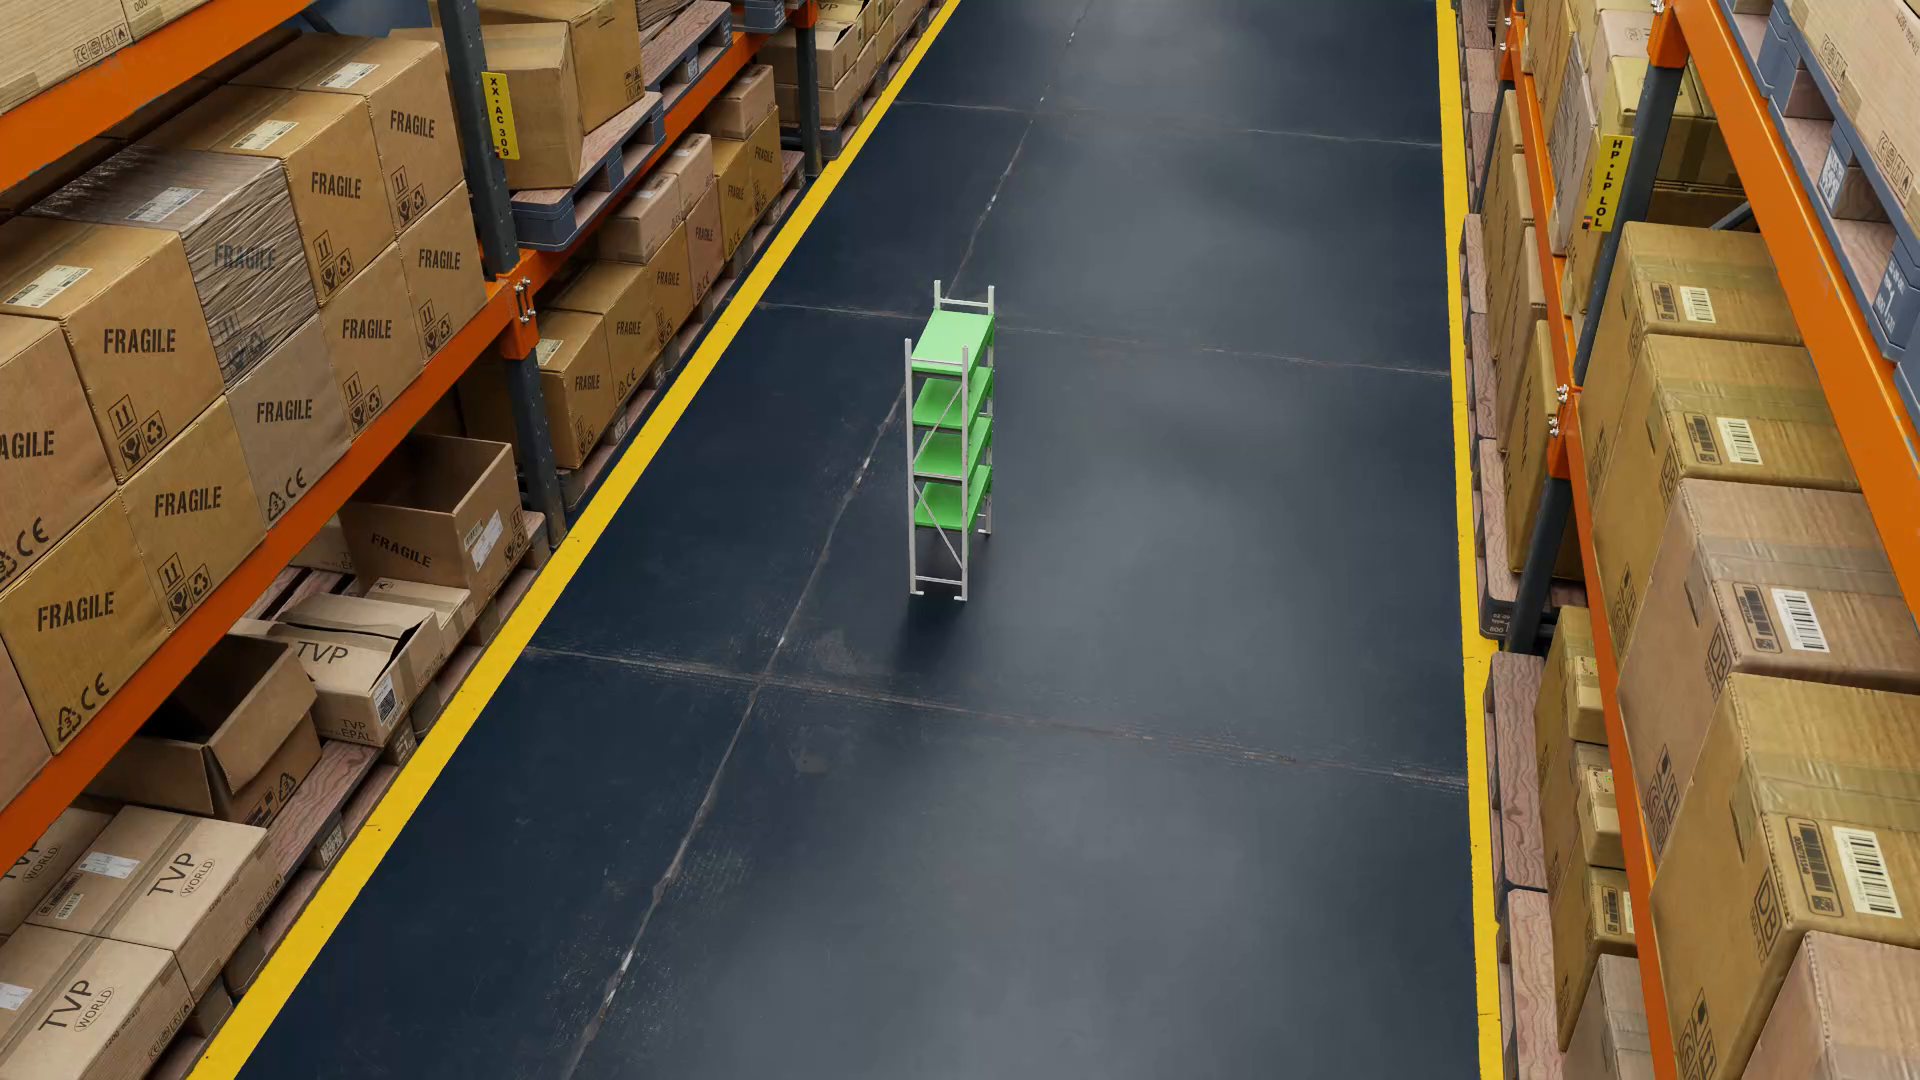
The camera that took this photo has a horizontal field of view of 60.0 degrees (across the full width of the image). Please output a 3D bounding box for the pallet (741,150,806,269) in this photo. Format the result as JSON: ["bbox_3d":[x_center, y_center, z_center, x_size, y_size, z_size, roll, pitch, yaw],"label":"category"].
[{"bbox_3d":[-1.561,-2.007,9.840,1.003,0.211,1.213,7,37,10],"label":"pallet"}]

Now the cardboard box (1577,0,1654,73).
[{"bbox_3d":[2.698,-2.005,6.465,0.500,0.250,0.500,8,37,11],"label":"cardboard box"}]

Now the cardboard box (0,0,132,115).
[{"bbox_3d":[-2.390,-1.249,3.989,0.500,0.250,0.500,7,37,10],"label":"cardboard box"}]

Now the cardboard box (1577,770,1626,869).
[{"bbox_3d":[1.998,0.820,4.782,0.380,0.149,0.250,6,36,9],"label":"cardboard box"}]

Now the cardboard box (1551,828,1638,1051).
[{"bbox_3d":[2.139,1.192,4.822,0.700,0.500,0.500,8,37,11],"label":"cardboard box"}]

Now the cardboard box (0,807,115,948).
[{"bbox_3d":[-2.966,1.078,5.174,0.500,0.250,0.500,7,37,10],"label":"cardboard box"}]

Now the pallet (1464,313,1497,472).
[{"bbox_3d":[2.971,-0.672,7.997,1.003,0.211,1.213,7,37,10],"label":"pallet"}]

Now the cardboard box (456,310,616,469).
[{"bbox_3d":[-1.878,-0.679,7.386,0.500,0.500,0.500,6,36,8],"label":"cardboard box"}]

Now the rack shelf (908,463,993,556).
[{"bbox_3d":[-0.035,-0.145,6.945,0.258,0.148,0.480,7,37,10],"label":"rack shelf"}]

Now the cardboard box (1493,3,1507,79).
[{"bbox_3d":[3.979,-3.386,11.121,0.700,0.500,0.500,8,37,10],"label":"cardboard box"}]

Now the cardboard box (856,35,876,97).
[{"bbox_3d":[-0.859,-3.168,11.050,0.500,0.250,0.500,6,36,9],"label":"cardboard box"}]

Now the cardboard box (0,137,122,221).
[{"bbox_3d":[-2.815,-0.886,4.980,0.500,0.500,0.500,6,36,9],"label":"cardboard box"}]

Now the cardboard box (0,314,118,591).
[{"bbox_3d":[-2.505,-0.227,4.070,0.500,0.500,0.500,8,37,11],"label":"cardboard box"}]

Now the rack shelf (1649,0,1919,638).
[{"bbox_3d":[2.194,-0.424,3.336,1.077,0.370,4.000,7,37,10],"label":"rack shelf"}]

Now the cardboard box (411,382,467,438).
[{"bbox_3d":[-2.394,-0.751,7.486,0.500,0.500,0.500,7,37,10],"label":"cardboard box"}]

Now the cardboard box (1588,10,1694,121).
[{"bbox_3d":[2.590,-1.712,6.062,0.500,0.250,0.500,8,37,11],"label":"cardboard box"}]

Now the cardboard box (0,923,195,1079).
[{"bbox_3d":[-2.573,1.399,4.732,0.500,0.250,0.500,7,37,10],"label":"cardboard box"}]

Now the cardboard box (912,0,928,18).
[{"bbox_3d":[-0.534,-4.052,12.270,0.500,0.250,0.500,8,37,11],"label":"cardboard box"}]

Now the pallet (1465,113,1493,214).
[{"bbox_3d":[3.644,-2.260,10.188,1.003,0.211,1.213,7,37,10],"label":"pallet"}]

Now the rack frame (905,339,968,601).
[{"bbox_3d":[-0.087,-0.251,6.574,0.240,1.200,0.015,7,37,10],"label":"rack frame"}]

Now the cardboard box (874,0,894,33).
[{"bbox_3d":[-0.751,-3.701,11.308,0.500,0.311,0.500,6,36,9],"label":"cardboard box"}]

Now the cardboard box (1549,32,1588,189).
[{"bbox_3d":[2.688,-1.694,6.675,0.500,0.500,0.500,7,37,10],"label":"cardboard box"}]

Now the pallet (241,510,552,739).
[{"bbox_3d":[-2.367,0.256,6.717,1.003,0.211,1.213,7,37,10],"label":"pallet"}]

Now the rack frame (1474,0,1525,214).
[{"bbox_3d":[3.475,-2.941,8.752,1.000,3.000,0.127,7,37,10],"label":"rack frame"}]

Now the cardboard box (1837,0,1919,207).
[{"bbox_3d":[1.880,-0.770,2.884,0.500,0.250,0.500,6,36,9],"label":"cardboard box"}]

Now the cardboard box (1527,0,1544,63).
[{"bbox_3d":[3.001,-2.564,7.877,0.500,0.500,0.500,8,37,12],"label":"cardboard box"}]

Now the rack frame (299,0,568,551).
[{"bbox_3d":[-2.219,-1.267,6.441,1.000,3.000,0.127,7,37,10],"label":"rack frame"}]

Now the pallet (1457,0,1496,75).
[{"bbox_3d":[4.165,-3.659,12.118,1.003,0.211,1.213,7,37,10],"label":"pallet"}]

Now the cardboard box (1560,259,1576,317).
[{"bbox_3d":[2.448,-0.931,6.176,0.380,0.149,0.250,8,37,11],"label":"cardboard box"}]

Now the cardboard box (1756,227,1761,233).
[{"bbox_3d":[2.966,-1.049,5.785,0.500,0.500,0.500,6,36,8],"label":"cardboard box"}]

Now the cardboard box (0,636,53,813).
[{"bbox_3d":[-2.616,0.468,3.962,0.500,0.500,0.500,7,37,10],"label":"cardboard box"}]

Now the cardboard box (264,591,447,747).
[{"bbox_3d":[-2.224,0.436,6.008,0.500,0.311,0.500,7,37,10],"label":"cardboard box"}]

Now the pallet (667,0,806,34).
[{"bbox_3d":[-1.441,-3.085,9.113,1.213,0.211,1.003,7,37,10],"label":"pallet"}]

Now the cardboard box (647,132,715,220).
[{"bbox_3d":[-1.558,-1.844,8.354,0.500,0.250,0.500,7,36,9],"label":"cardboard box"}]

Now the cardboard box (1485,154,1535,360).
[{"bbox_3d":[2.997,-1.334,8.009,0.750,0.750,0.750,7,37,10],"label":"cardboard box"}]

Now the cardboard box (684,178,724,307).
[{"bbox_3d":[-1.552,-1.562,8.604,0.500,0.500,0.500,6,36,8],"label":"cardboard box"}]

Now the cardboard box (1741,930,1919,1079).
[{"bbox_3d":[1.866,1.230,2.741,0.980,0.700,0.700,9,37,12],"label":"cardboard box"}]

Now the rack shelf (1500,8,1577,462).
[{"bbox_3d":[3.048,-1.503,7.381,1.077,0.370,4.000,7,37,10],"label":"rack shelf"}]

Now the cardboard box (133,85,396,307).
[{"bbox_3d":[-2.181,-1.095,5.268,0.500,0.500,0.500,7,36,9],"label":"cardboard box"}]

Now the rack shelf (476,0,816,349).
[{"bbox_3d":[-1.792,-2.122,8.235,1.077,0.370,4.000,7,37,10],"label":"rack shelf"}]

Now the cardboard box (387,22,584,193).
[{"bbox_3d":[-1.899,-1.721,6.625,0.700,0.500,0.500,-4,36,-6],"label":"cardboard box"}]

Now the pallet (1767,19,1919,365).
[{"bbox_3d":[2.173,-0.661,3.126,1.003,0.211,1.213,7,37,10],"label":"pallet"}]

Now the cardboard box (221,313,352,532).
[{"bbox_3d":[-2.291,-0.398,5.158,0.500,0.500,0.500,8,37,11],"label":"cardboard box"}]

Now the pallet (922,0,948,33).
[{"bbox_3d":[-0.630,-4.297,12.998,1.003,0.211,1.213,7,37,10],"label":"pallet"}]

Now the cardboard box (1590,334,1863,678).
[{"bbox_3d":[2.328,-0.042,4.497,0.980,0.700,0.700,6,36,9],"label":"cardboard box"}]

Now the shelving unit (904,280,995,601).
[{"bbox_3d":[-0.035,-0.391,6.767,0.258,1.200,0.503,7,37,10],"label":"shelving unit"}]
